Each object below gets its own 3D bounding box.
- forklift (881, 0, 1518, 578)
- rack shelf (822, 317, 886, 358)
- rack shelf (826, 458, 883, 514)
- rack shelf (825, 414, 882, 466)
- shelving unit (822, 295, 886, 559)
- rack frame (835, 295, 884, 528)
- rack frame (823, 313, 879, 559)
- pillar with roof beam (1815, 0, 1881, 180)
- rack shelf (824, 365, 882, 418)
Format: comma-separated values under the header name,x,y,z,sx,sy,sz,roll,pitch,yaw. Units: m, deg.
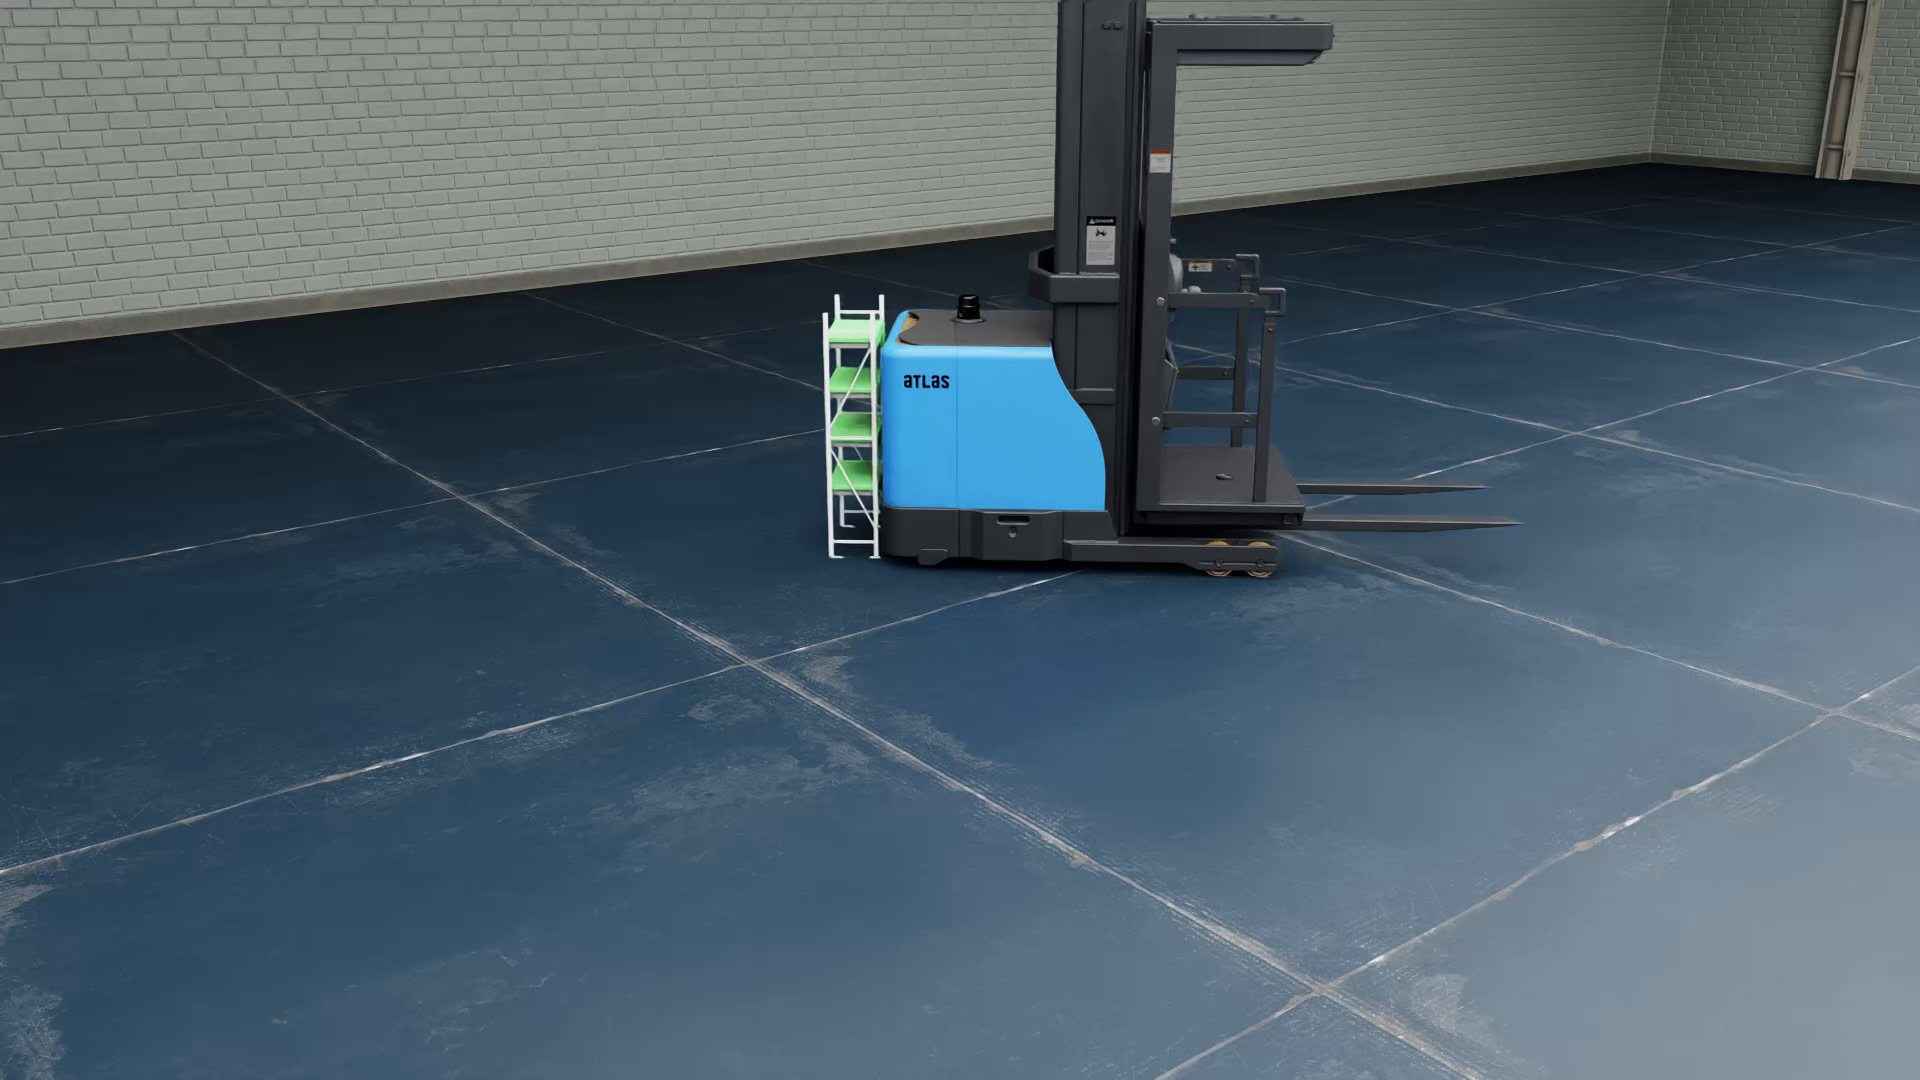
name,x,y,z,sx,sy,sz,roll,pitch,yaw
forklift,1.156,-1.387,7.888,3.031,2.935,1.130,1,18,3
rack shelf,-0.506,-0.955,8.013,0.258,0.148,0.480,1,18,2
rack shelf,-0.506,-0.271,8.240,0.258,0.148,0.480,1,18,2
rack shelf,-0.506,-0.499,8.164,0.258,0.148,0.480,1,18,2
shelving unit,-0.506,-0.560,8.144,0.258,1.200,0.503,1,18,2
rack frame,-0.496,-0.636,8.376,0.240,1.200,0.015,1,18,2
rack frame,-0.516,-0.483,7.913,0.240,1.200,0.015,1,18,2
pillar with roof beam,9.423,-8.733,20.420,9.100,9.000,0.400,-14,23,-36
rack shelf,-0.506,-0.727,8.089,0.258,0.148,0.480,1,18,2
